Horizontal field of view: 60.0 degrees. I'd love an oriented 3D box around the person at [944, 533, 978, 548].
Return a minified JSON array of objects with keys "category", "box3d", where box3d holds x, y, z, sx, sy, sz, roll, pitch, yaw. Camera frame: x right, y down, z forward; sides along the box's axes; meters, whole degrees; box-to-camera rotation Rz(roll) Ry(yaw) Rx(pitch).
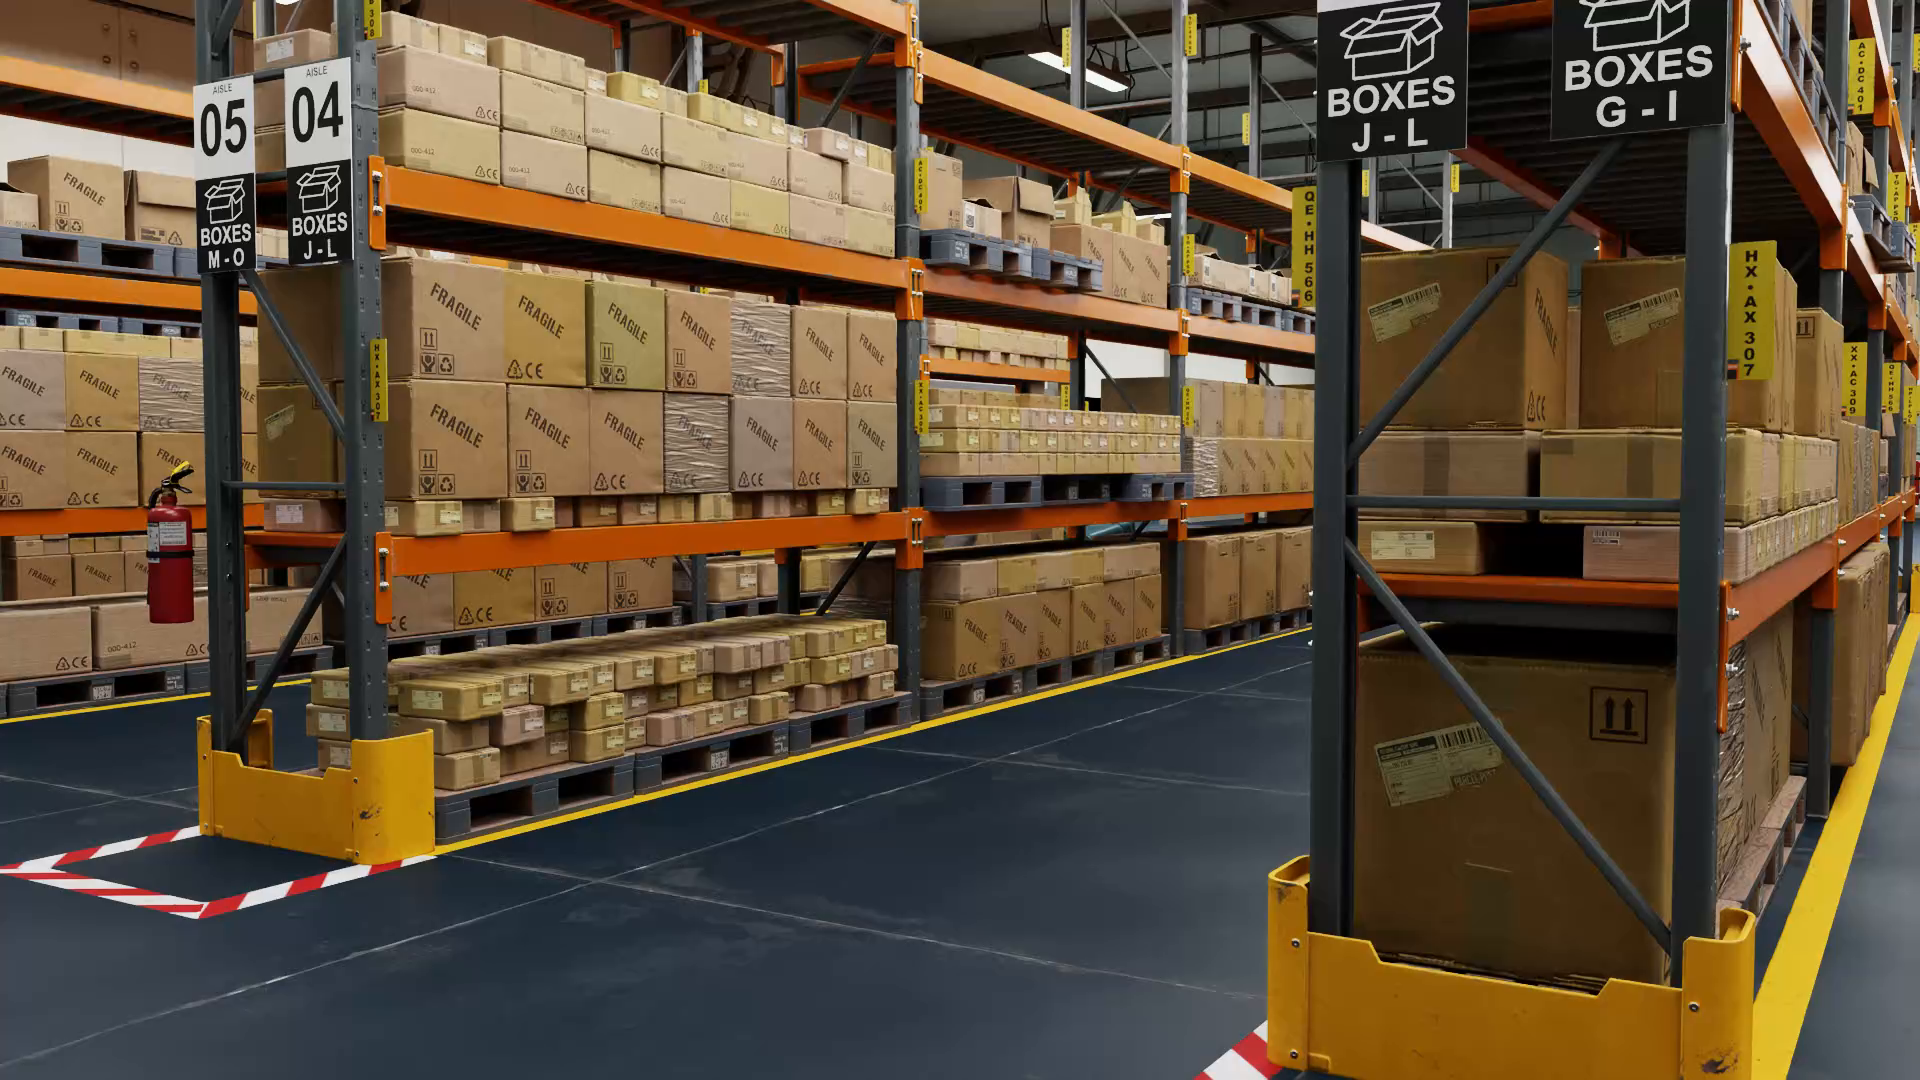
[{"category":"person","box3d":[-0.087,-0.098,17.231,0.577,1.755,0.505,2,3,30]}]
